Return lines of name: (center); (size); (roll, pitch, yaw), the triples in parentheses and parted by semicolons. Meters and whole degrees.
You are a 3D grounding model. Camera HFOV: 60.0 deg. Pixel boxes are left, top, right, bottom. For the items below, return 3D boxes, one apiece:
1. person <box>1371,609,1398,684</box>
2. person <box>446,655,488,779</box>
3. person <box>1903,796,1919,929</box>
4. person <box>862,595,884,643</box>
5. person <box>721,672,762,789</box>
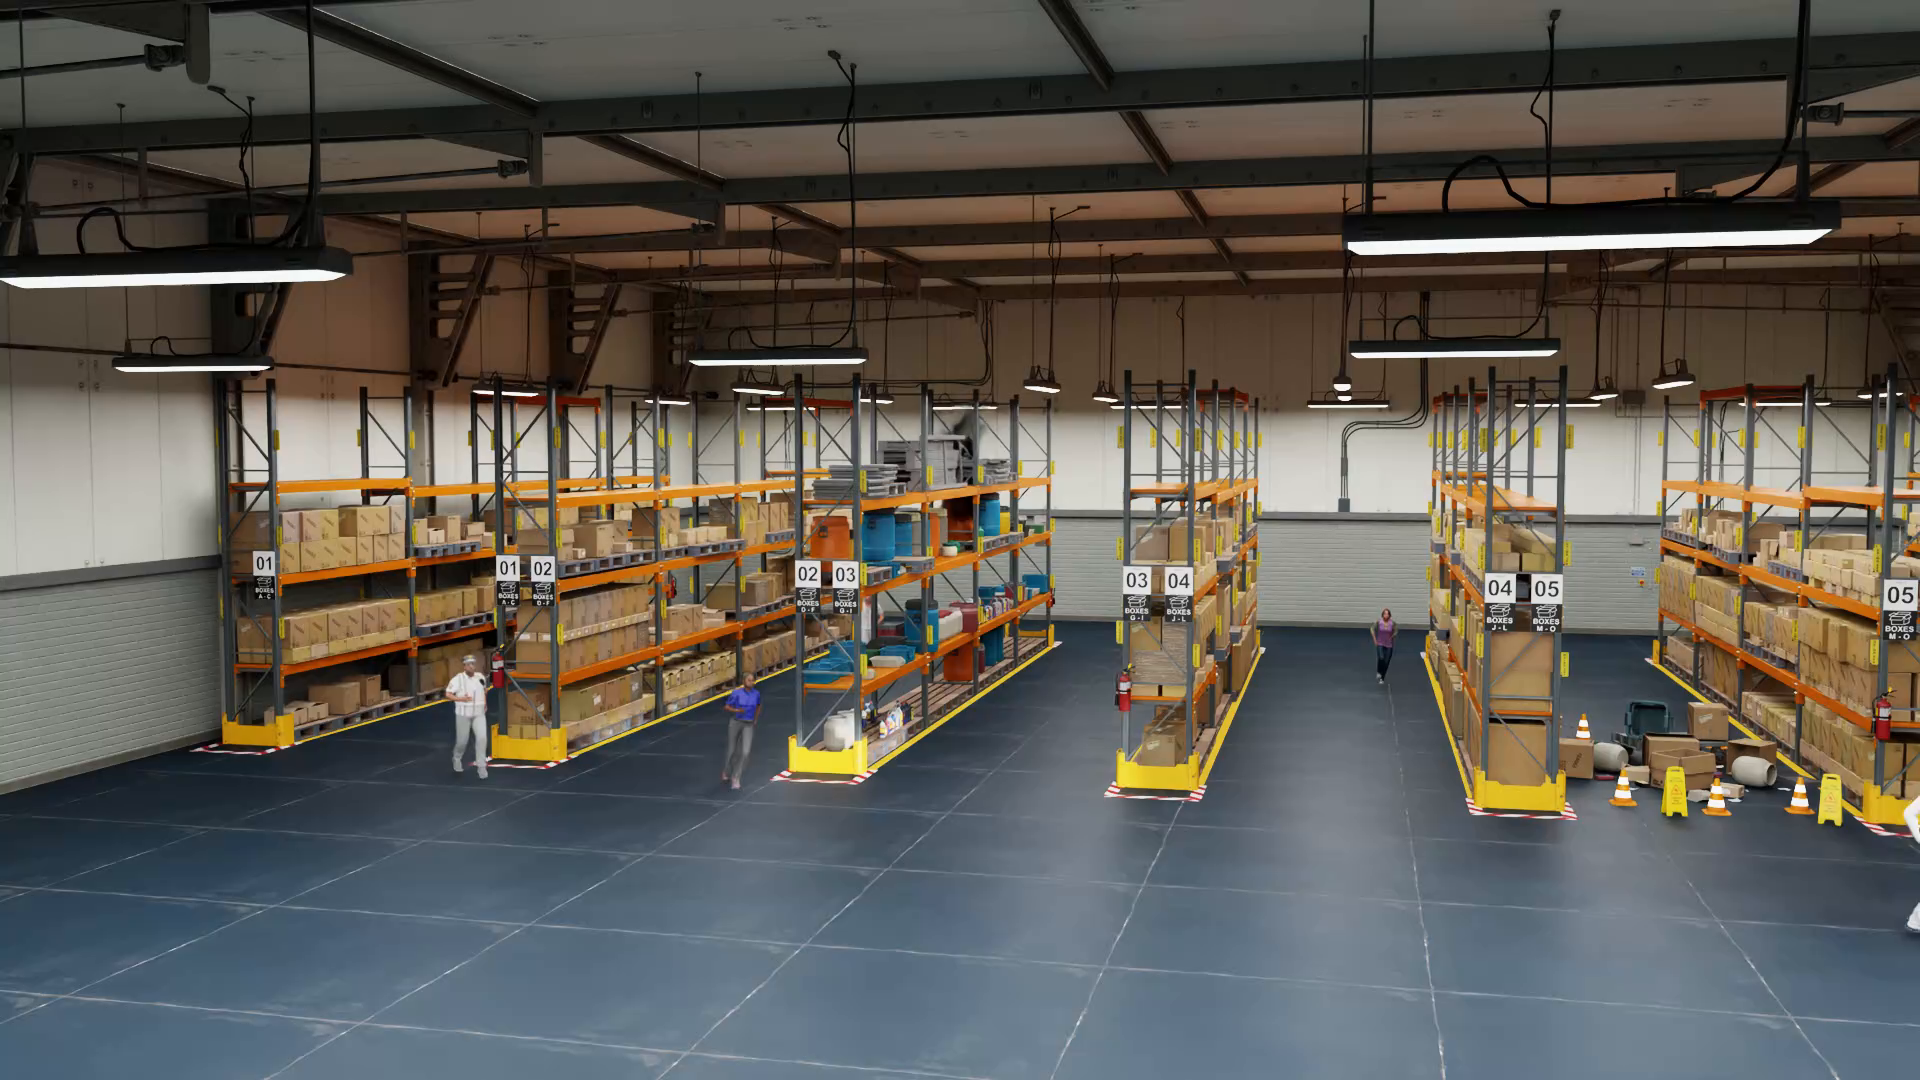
person: (8.679, 2.177, 33.969); (0.533, 1.556, 0.619); (0, 3, 7)
person: (-7.326, 2.617, 24.824); (0.667, 1.801, 0.871); (-2, 4, -32)
person: (9.812, 3.129, 16.497); (0.673, 1.800, 0.773); (-3, 4, -37)
person: (-1.993, 1.960, 36.216); (0.653, 1.736, 0.621); (0, 3, 2)
person: (-3.142, 2.752, 24.140); (0.610, 1.676, 0.704); (-1, 4, -17)
